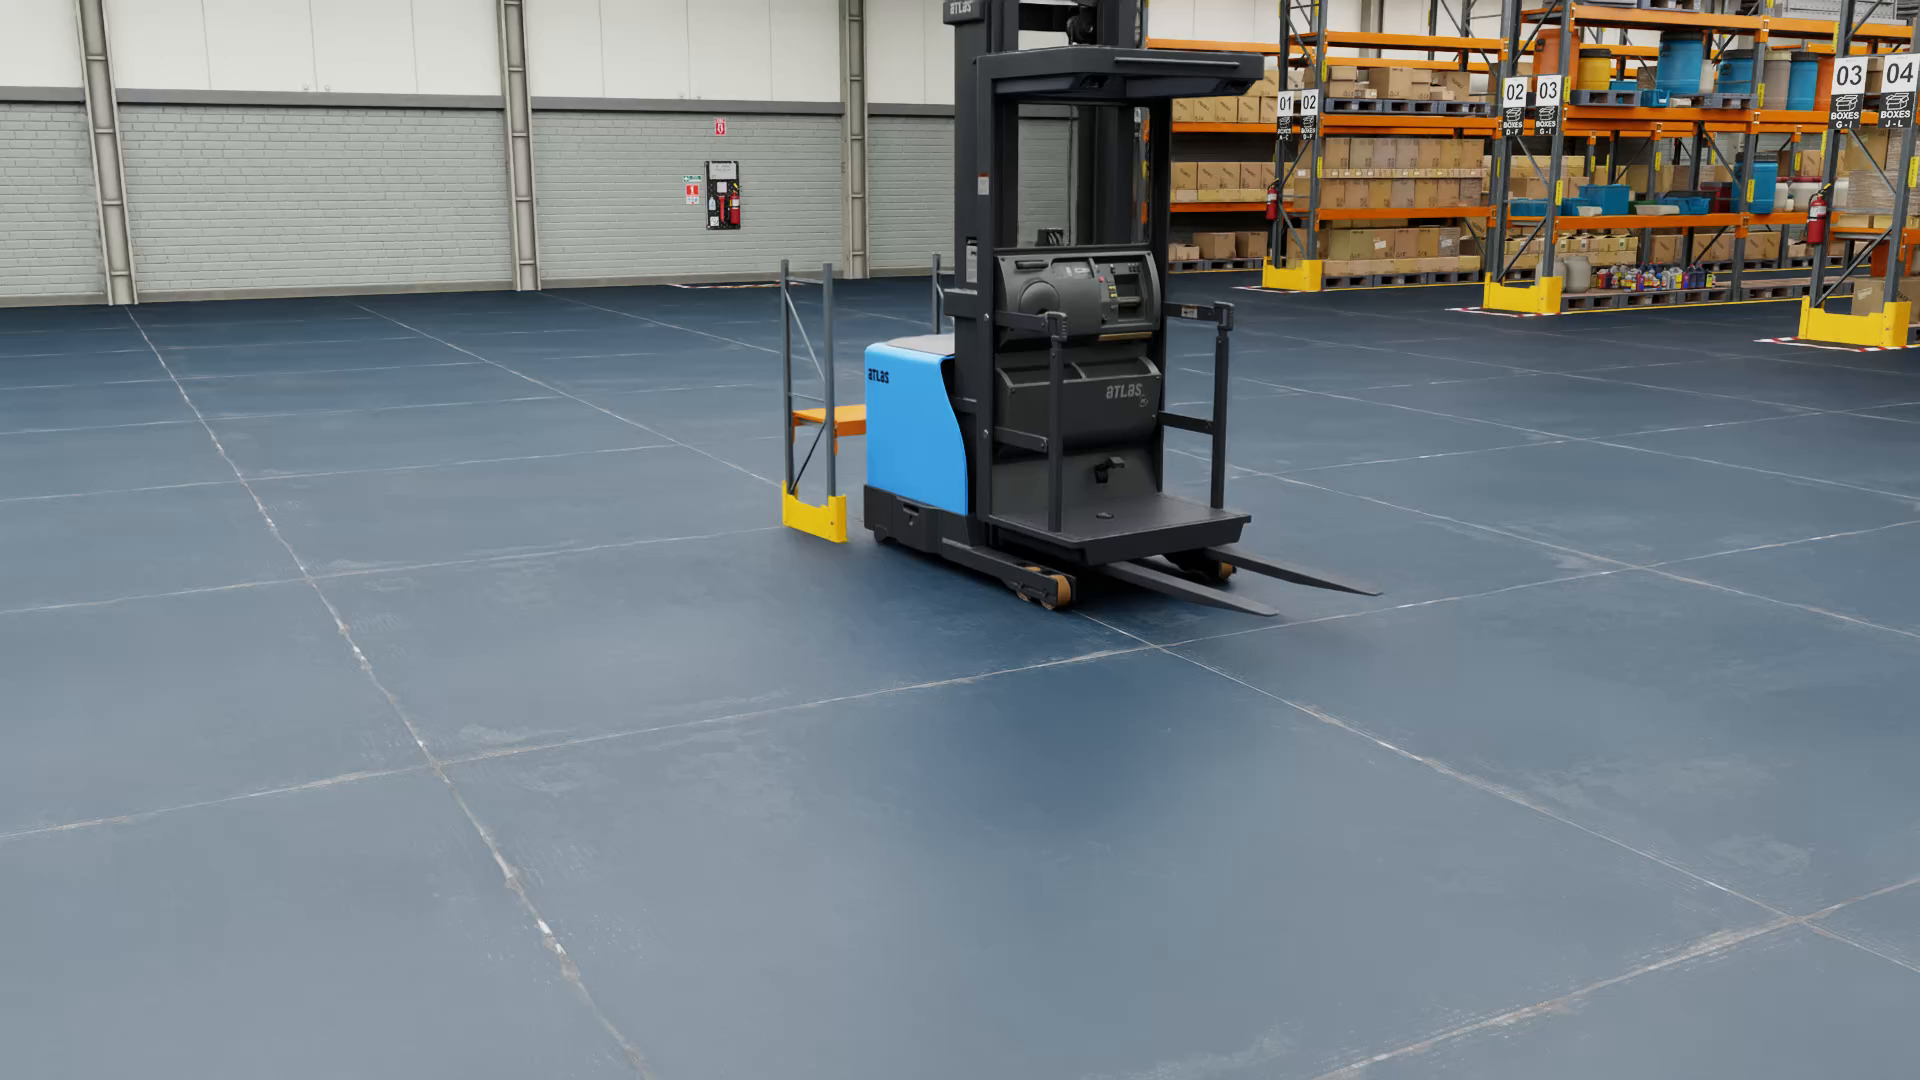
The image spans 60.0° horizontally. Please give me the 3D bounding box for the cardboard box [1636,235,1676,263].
[{"bbox_3d":[13.111,-5.497,31.395,0.500,0.500,0.500,-6,14,-25],"label":"cardboard box"}]

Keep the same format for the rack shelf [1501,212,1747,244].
[{"bbox_3d":[9.678,-4.572,24.231,4.000,0.370,1.077,-7,14,-28],"label":"rack shelf"}]

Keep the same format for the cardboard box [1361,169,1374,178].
[{"bbox_3d":[6.672,-6.113,27.735,0.250,0.149,0.380,-7,14,-29],"label":"cardboard box"}]

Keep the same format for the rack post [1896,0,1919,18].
[{"bbox_3d":[15.560,-8.528,26.681,0.937,0.300,0.954,-7,14,-28],"label":"rack post"}]

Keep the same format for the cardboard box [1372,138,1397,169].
[{"bbox_3d":[6.916,-6.511,28.026,0.500,0.500,0.700,-7,14,-28],"label":"cardboard box"}]

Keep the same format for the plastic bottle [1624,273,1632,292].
[{"bbox_3d":[9.663,-3.727,24.049,0.097,0.271,0.097,0,13,0],"label":"plastic bottle"}]

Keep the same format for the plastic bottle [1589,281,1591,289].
[{"bbox_3d":[9.324,-3.840,24.710,0.097,0.201,0.097,0,13,0],"label":"plastic bottle"}]

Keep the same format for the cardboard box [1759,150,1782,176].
[{"bbox_3d":[16.405,-7.570,33.408,0.500,0.500,0.500,-7,14,-28],"label":"cardboard box"}]

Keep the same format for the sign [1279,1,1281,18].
[{"bbox_3d":[6.415,-10.609,33.265,0.005,0.325,0.100,-7,14,-28],"label":"sign"}]

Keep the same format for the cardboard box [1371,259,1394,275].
[{"bbox_3d":[7.006,-4.650,28.247,0.500,0.250,0.500,-7,14,-28],"label":"cardboard box"}]

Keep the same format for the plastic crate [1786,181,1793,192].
[{"bbox_3d":[13.379,-5.474,26.457,0.583,0.464,0.402,-7,14,-28],"label":"plastic crate"}]

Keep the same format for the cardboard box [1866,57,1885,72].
[{"bbox_3d":[10.390,-5.432,19.017,0.250,0.149,0.380,-7,14,-28],"label":"cardboard box"}]

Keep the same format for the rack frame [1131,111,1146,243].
[{"bbox_3d":[3.175,-6.622,31.701,0.127,3.000,1.000,-7,14,-28],"label":"rack frame"}]

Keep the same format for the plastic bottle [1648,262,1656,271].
[{"bbox_3d":[10.526,-4.051,25.308,0.185,0.351,0.144,-6,14,-26],"label":"plastic bottle"}]

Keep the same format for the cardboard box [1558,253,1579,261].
[{"bbox_3d":[10.885,-5.108,30.282,0.500,0.250,0.500,-7,14,-27],"label":"cardboard box"}]

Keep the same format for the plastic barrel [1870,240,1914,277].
[{"bbox_3d":[15.365,-4.755,27.393,0.708,0.830,0.600,-7,14,-28],"label":"plastic barrel"}]

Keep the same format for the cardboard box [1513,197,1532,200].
[{"bbox_3d":[9.939,-6.020,29.597,0.250,0.149,0.380,-7,14,-28],"label":"cardboard box"}]

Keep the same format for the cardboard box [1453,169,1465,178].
[{"bbox_3d":[8.480,-6.330,28.699,0.250,0.149,0.380,-7,15,-30],"label":"cardboard box"}]

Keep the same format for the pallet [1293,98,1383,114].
[{"bbox_3d":[6.185,-7.157,27.450,1.213,0.211,1.003,-7,14,-28],"label":"pallet"}]

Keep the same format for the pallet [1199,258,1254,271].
[{"bbox_3d":[5.042,-5.476,32.959,1.213,0.211,1.003,-7,14,-28],"label":"pallet"}]

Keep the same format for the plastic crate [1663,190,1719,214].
[{"bbox_3d":[10.913,-5.073,24.958,0.504,0.338,0.767,-7,14,-28],"label":"plastic crate"}]

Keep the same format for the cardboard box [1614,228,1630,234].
[{"bbox_3d":[14.856,-6.981,38.033,0.500,0.500,0.700,-7,14,-28],"label":"cardboard box"}]

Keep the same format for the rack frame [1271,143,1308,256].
[{"bbox_3d":[6.686,-7.043,33.571,0.127,3.000,1.000,-7,14,-28],"label":"rack frame"}]

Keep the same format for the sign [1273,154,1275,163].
[{"bbox_3d":[6.417,-7.714,33.917,0.005,0.325,0.100,-7,14,-28],"label":"sign"}]

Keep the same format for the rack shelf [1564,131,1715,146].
[{"bbox_3d":[15.464,-9.207,37.995,4.000,0.370,1.077,-7,14,-28],"label":"rack shelf"}]

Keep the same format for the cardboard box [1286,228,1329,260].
[{"bbox_3d":[5.880,-5.011,28.140,0.500,0.500,0.500,-7,14,-28],"label":"cardboard box"}]

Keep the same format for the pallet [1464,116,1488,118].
[{"bbox_3d":[10.737,-8.913,35.478,1.003,0.211,1.213,-6,14,-25],"label":"pallet"}]

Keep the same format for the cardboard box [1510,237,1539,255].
[{"bbox_3d":[9.987,-5.273,29.734,0.500,0.311,0.500,-7,14,-29],"label":"cardboard box"}]

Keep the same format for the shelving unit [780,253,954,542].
[{"bbox_3d":[-0.411,-0.841,9.429,1.083,1.500,0.587,-9,15,-35],"label":"shelving unit"}]

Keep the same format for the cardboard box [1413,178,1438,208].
[{"bbox_3d":[7.775,-5.980,28.624,0.500,0.500,0.700,-7,14,-27],"label":"cardboard box"}]

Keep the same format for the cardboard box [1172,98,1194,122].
[{"bbox_3d":[4.077,-8.180,31.521,0.500,0.500,0.500,-6,14,-24],"label":"cardboard box"}]

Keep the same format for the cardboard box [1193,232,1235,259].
[{"bbox_3d":[4.994,-5.800,32.740,0.500,0.500,0.700,-8,15,-31],"label":"cardboard box"}]

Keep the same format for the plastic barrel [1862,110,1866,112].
[{"bbox_3d":[13.940,-6.771,25.849,0.301,0.262,0.301,0,13,0],"label":"plastic barrel"}]

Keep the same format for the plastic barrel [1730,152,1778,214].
[{"bbox_3d":[11.918,-5.360,24.953,0.708,0.901,0.600,-7,14,-28],"label":"plastic barrel"}]

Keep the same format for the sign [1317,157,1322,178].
[{"bbox_3d":[5.813,-6.021,26.879,0.005,0.325,0.100,-7,14,-28],"label":"sign"}]

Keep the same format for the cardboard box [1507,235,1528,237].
[{"bbox_3d":[10.174,-5.431,30.439,0.500,0.311,0.500,-7,14,-28],"label":"cardboard box"}]

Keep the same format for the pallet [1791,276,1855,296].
[{"bbox_3d":[14.246,-4.120,26.934,1.213,0.211,1.003,-7,14,-28],"label":"pallet"}]

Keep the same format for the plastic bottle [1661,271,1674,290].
[{"bbox_3d":[10.410,-3.825,24.477,0.135,0.276,0.152,-7,14,-27],"label":"plastic bottle"}]

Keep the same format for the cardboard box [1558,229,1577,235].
[{"bbox_3d":[13.200,-6.947,37.085,0.750,0.750,0.750,-7,14,-27],"label":"cardboard box"}]

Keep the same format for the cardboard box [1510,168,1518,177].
[{"bbox_3d":[11.646,-7.774,35.871,0.500,0.500,0.500,-7,14,-28],"label":"cardboard box"}]

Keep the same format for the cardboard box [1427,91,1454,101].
[{"bbox_3d":[8.135,-7.523,28.169,0.250,0.149,0.380,-7,14,-28],"label":"cardboard box"}]

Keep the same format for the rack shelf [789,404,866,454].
[{"bbox_3d":[-0.419,-0.664,9.463,1.000,0.185,0.538,-9,15,-35],"label":"rack shelf"}]

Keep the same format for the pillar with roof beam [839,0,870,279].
[{"bbox_3d":[0.172,-8.328,25.619,0.400,9.000,9.100,-7,14,-28],"label":"pillar with roof beam"}]

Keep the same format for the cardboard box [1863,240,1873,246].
[{"bbox_3d":[19.237,-6.241,34.701,0.500,0.500,0.500,-7,14,-28],"label":"cardboard box"}]

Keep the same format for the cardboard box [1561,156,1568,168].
[{"bbox_3d":[12.967,-8.303,36.514,0.500,0.250,0.500,-6,14,-27],"label":"cardboard box"}]

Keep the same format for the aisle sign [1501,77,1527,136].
[{"bbox_3d":[7.717,-6.031,23.153,0.004,0.787,0.394,-7,14,-28],"label":"aisle sign"}]

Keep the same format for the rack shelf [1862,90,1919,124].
[{"bbox_3d":[12.051,-5.081,19.661,4.000,0.370,1.077,-7,14,-28],"label":"rack shelf"}]

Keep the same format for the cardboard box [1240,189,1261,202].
[{"bbox_3d":[5.540,-6.764,32.630,0.500,0.250,0.500,-7,14,-28],"label":"cardboard box"}]

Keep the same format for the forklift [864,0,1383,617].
[{"bbox_3d":[0.702,-1.226,7.880,1.130,2.935,3.031,-8,15,-32],"label":"forklift"}]

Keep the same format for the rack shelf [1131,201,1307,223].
[{"bbox_3d":[4.931,-6.481,32.715,4.000,0.370,1.077,-7,14,-28],"label":"rack shelf"}]

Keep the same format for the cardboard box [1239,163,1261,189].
[{"bbox_3d":[5.537,-7.131,32.553,0.500,0.500,0.500,-7,15,-29],"label":"cardboard box"}]

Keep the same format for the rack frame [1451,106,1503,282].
[{"bbox_3d":[9.063,-6.088,29.331,0.127,3.000,1.000,-7,14,-28],"label":"rack frame"}]

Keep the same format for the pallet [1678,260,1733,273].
[{"bbox_3d":[14.317,-5.347,32.390,1.213,0.211,1.003,-7,14,-28],"label":"pallet"}]
